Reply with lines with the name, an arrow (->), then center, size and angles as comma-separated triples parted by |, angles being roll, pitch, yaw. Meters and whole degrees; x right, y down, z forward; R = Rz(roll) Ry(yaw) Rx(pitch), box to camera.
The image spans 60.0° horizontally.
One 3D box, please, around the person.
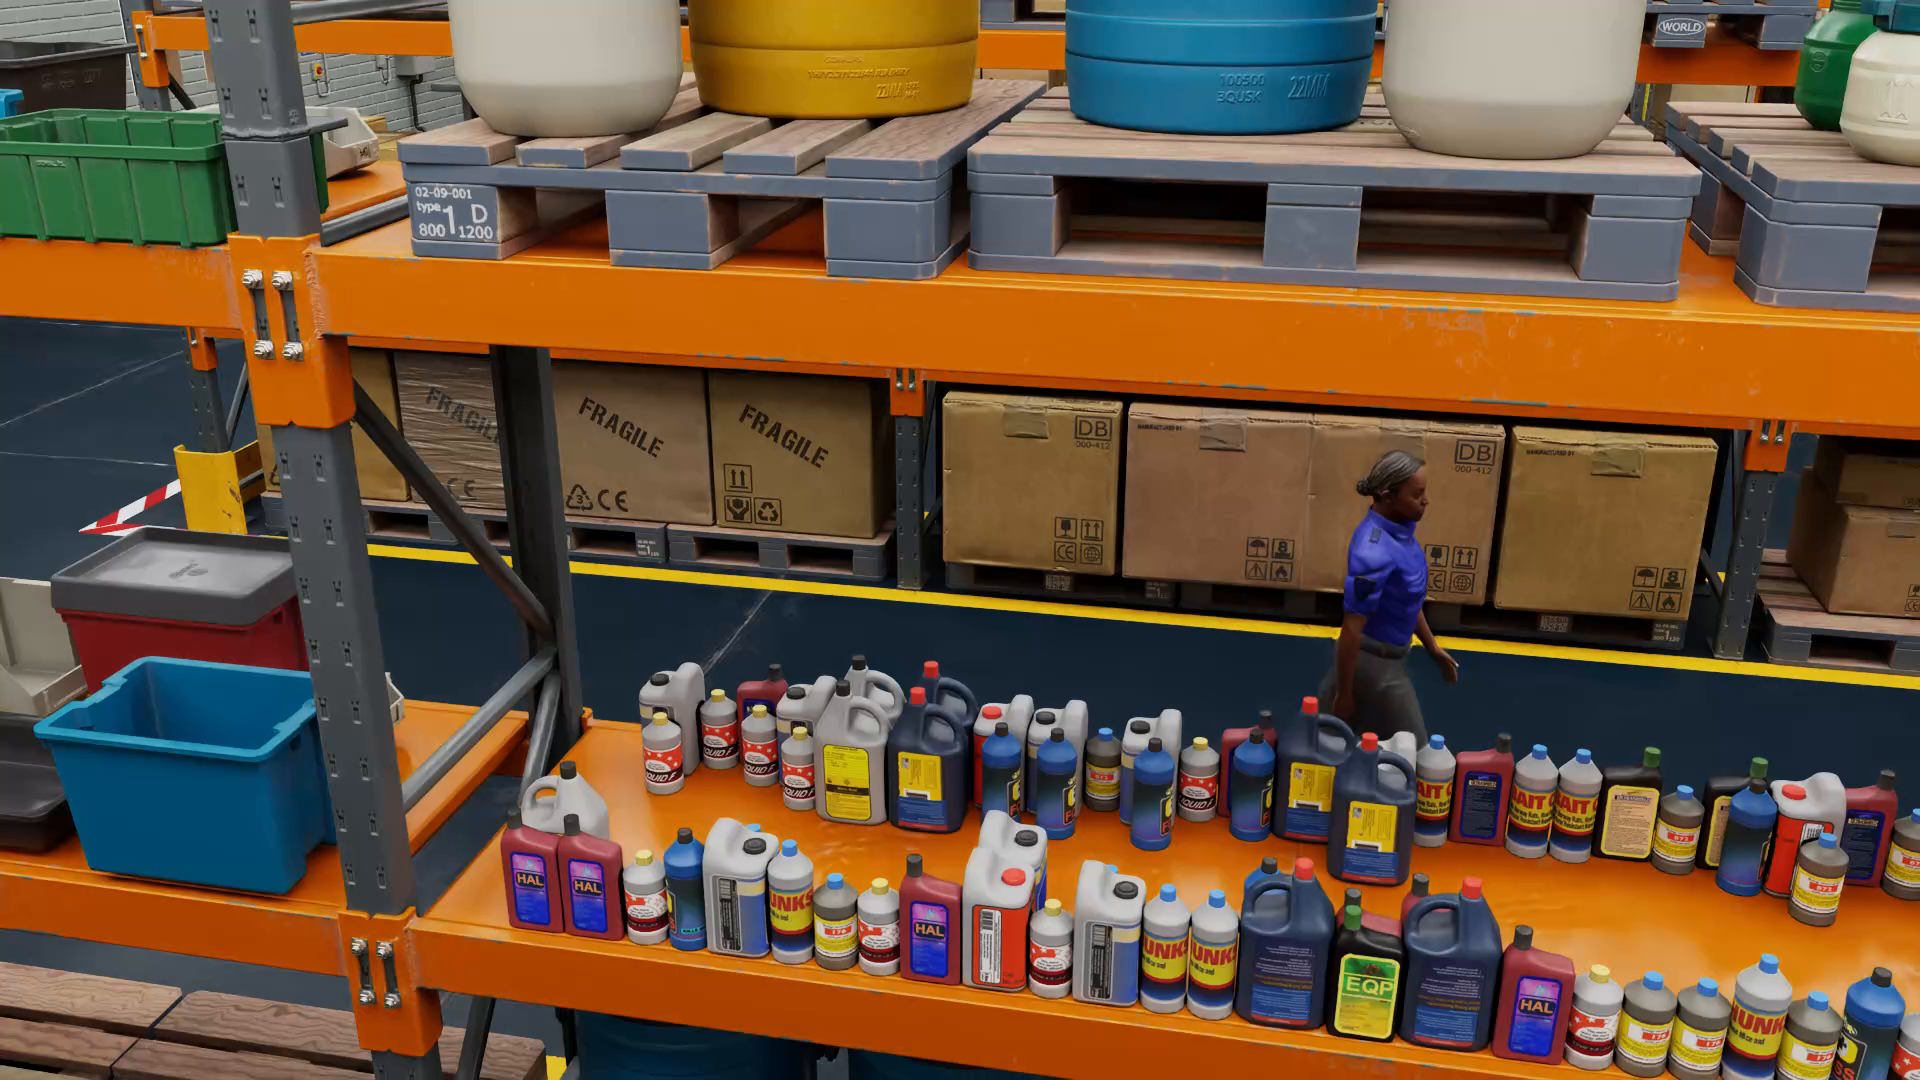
person -> 1.553, 0.455, 5.916 | 0.944, 1.619, 0.458 | 6, 22, 15
